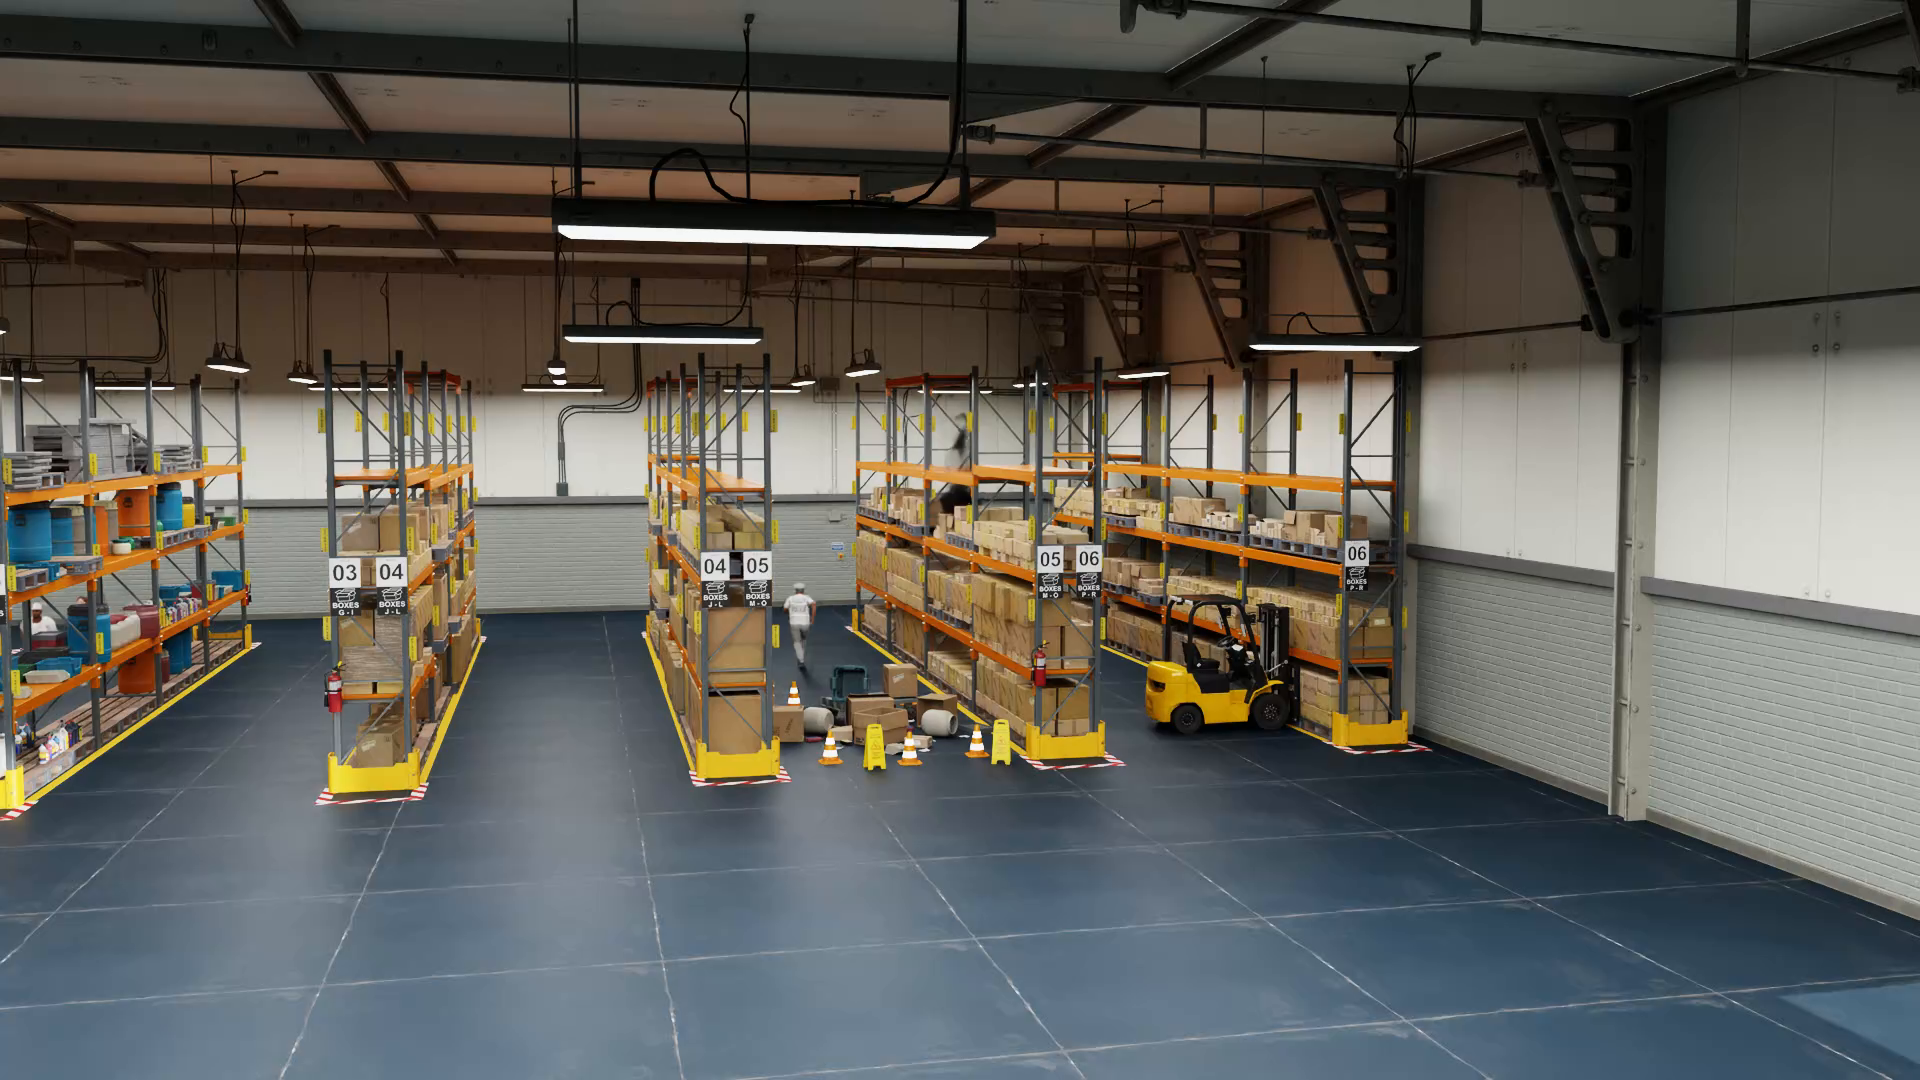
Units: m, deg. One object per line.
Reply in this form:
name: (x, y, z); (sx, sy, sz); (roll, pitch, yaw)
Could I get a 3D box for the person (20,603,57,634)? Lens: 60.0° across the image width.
person: (-16.841, 2.032, 30.426); (0.622, 1.813, 0.725); (-2, 4, -22)

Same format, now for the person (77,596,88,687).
person: (-16.897, 1.936, 32.104); (0.579, 1.718, 0.824); (0, 4, -5)

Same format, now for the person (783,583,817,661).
person: (-3.253, 1.691, 33.811); (0.658, 1.587, 0.944); (-1, 4, -14)
